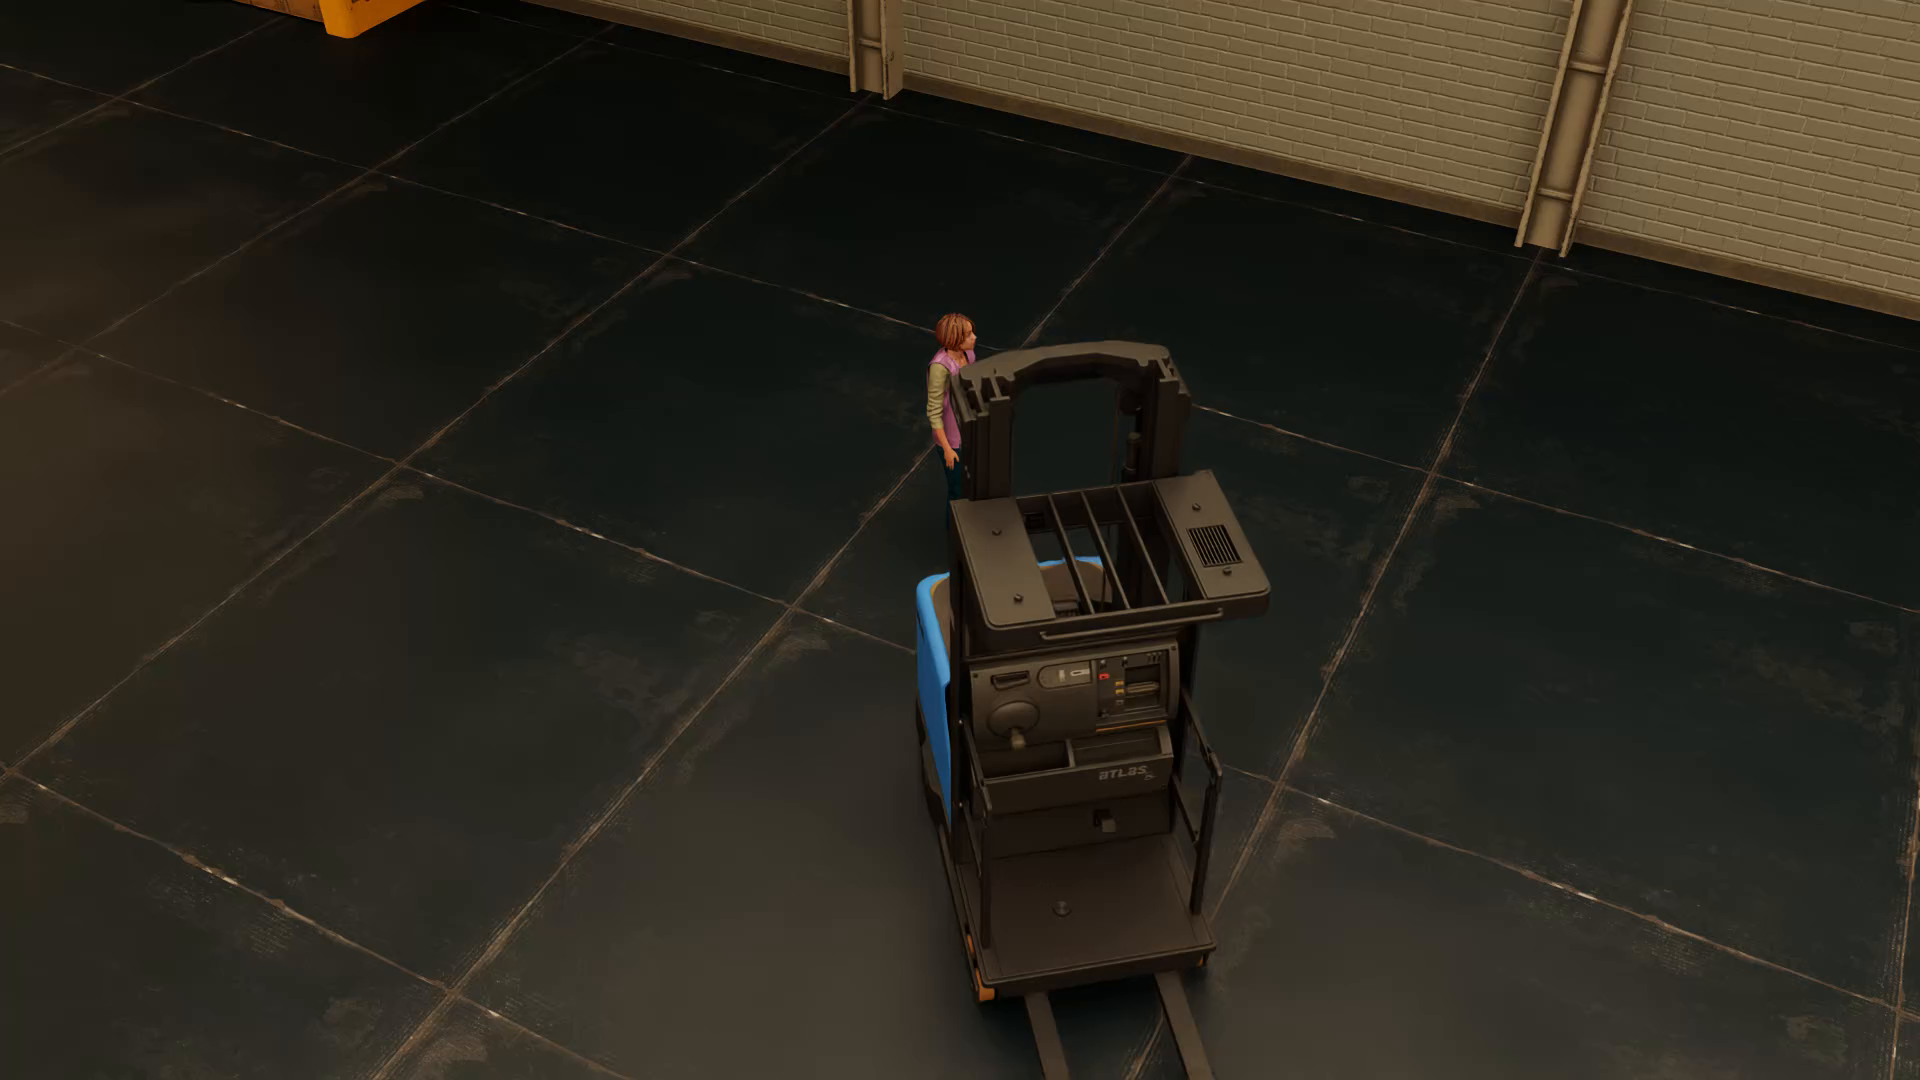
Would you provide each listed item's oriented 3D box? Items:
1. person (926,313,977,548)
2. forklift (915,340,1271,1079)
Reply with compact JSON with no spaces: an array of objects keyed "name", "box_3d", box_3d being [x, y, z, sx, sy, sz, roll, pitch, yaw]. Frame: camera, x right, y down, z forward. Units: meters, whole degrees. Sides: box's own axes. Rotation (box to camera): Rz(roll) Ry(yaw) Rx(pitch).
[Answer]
[{"name":"person","box_3d":[0.059,-0.586,9.707,0.476,1.596,0.520,18,43,21]},{"name":"forklift","box_3d":[0.547,0.756,7.089,1.130,2.935,3.031,-7,41,-8]}]
